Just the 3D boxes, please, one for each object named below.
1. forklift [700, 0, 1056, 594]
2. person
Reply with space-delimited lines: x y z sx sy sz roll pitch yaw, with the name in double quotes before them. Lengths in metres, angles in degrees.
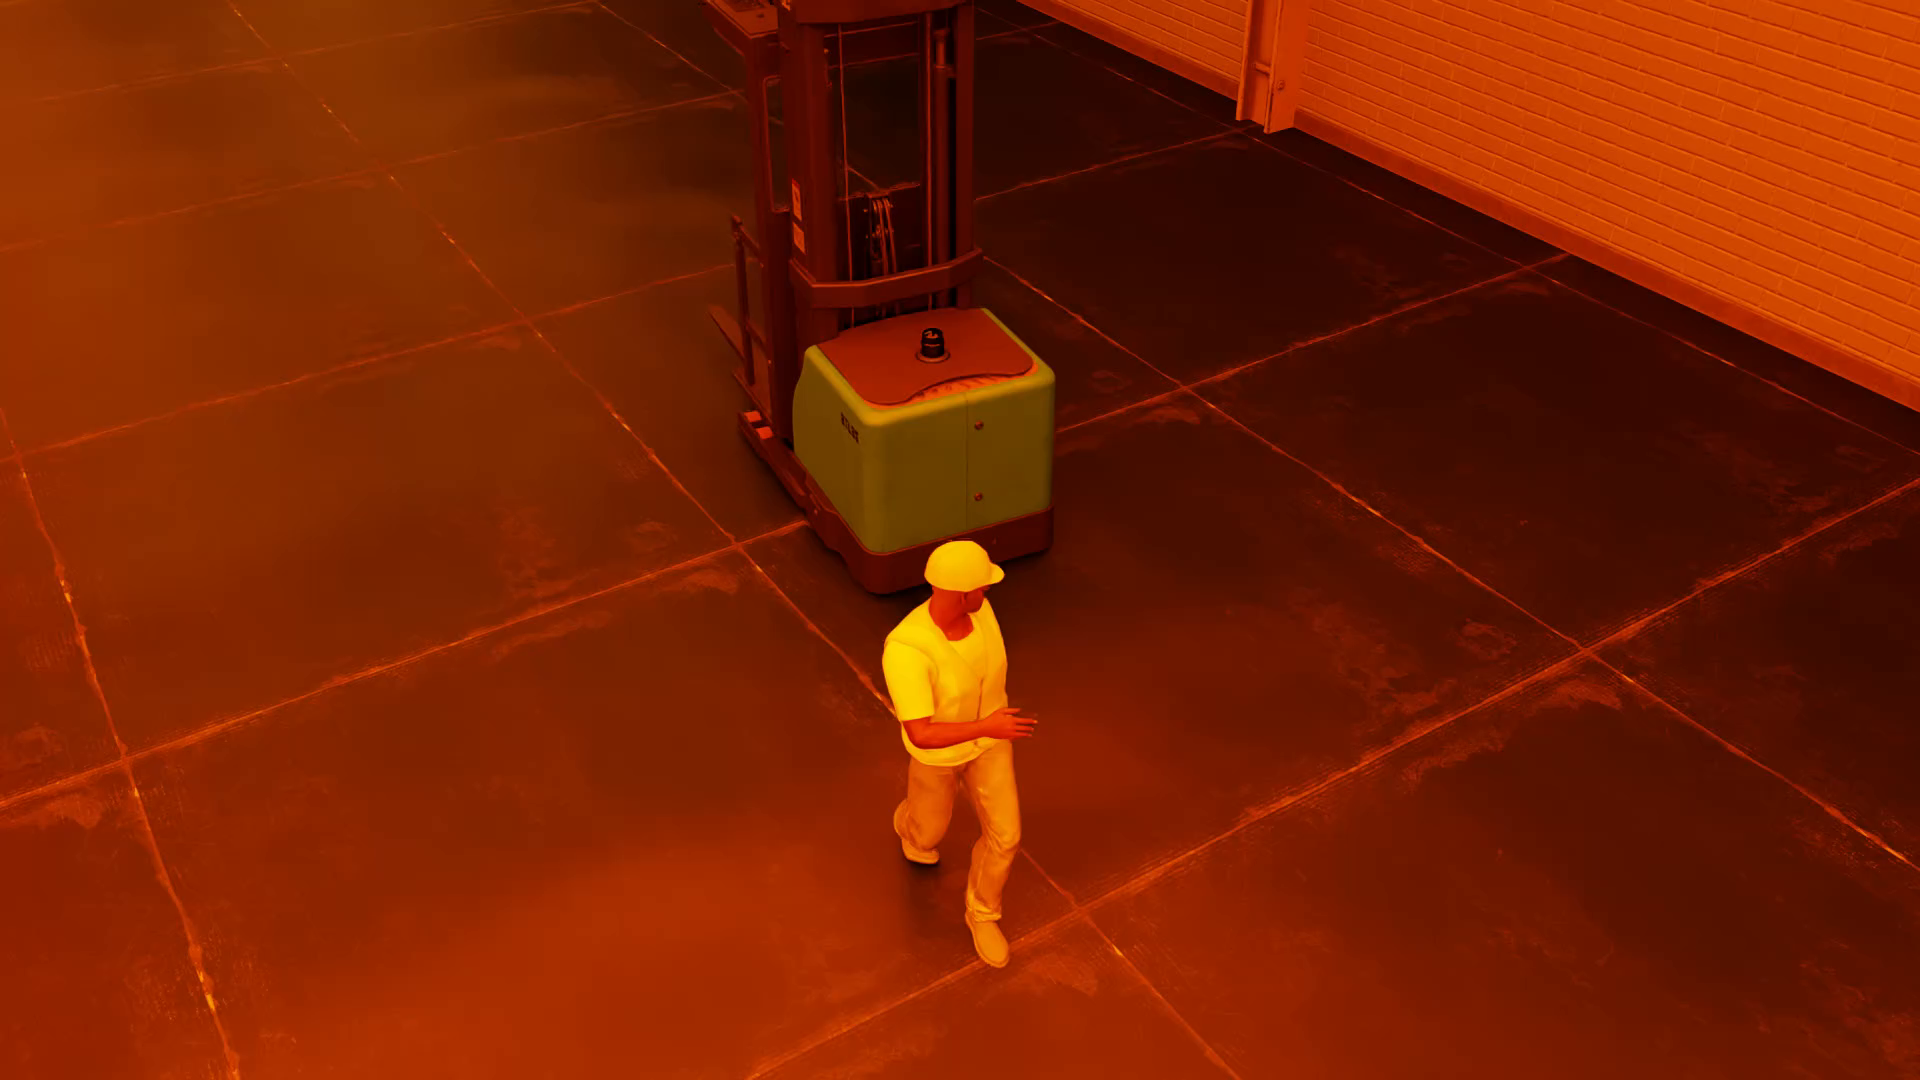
"forklift" -0.613 -1.768 8.664 1.130 2.935 3.031 -15 38 -21
"person" -0.021 0.714 6.244 0.595 1.679 0.937 -17 39 -23
